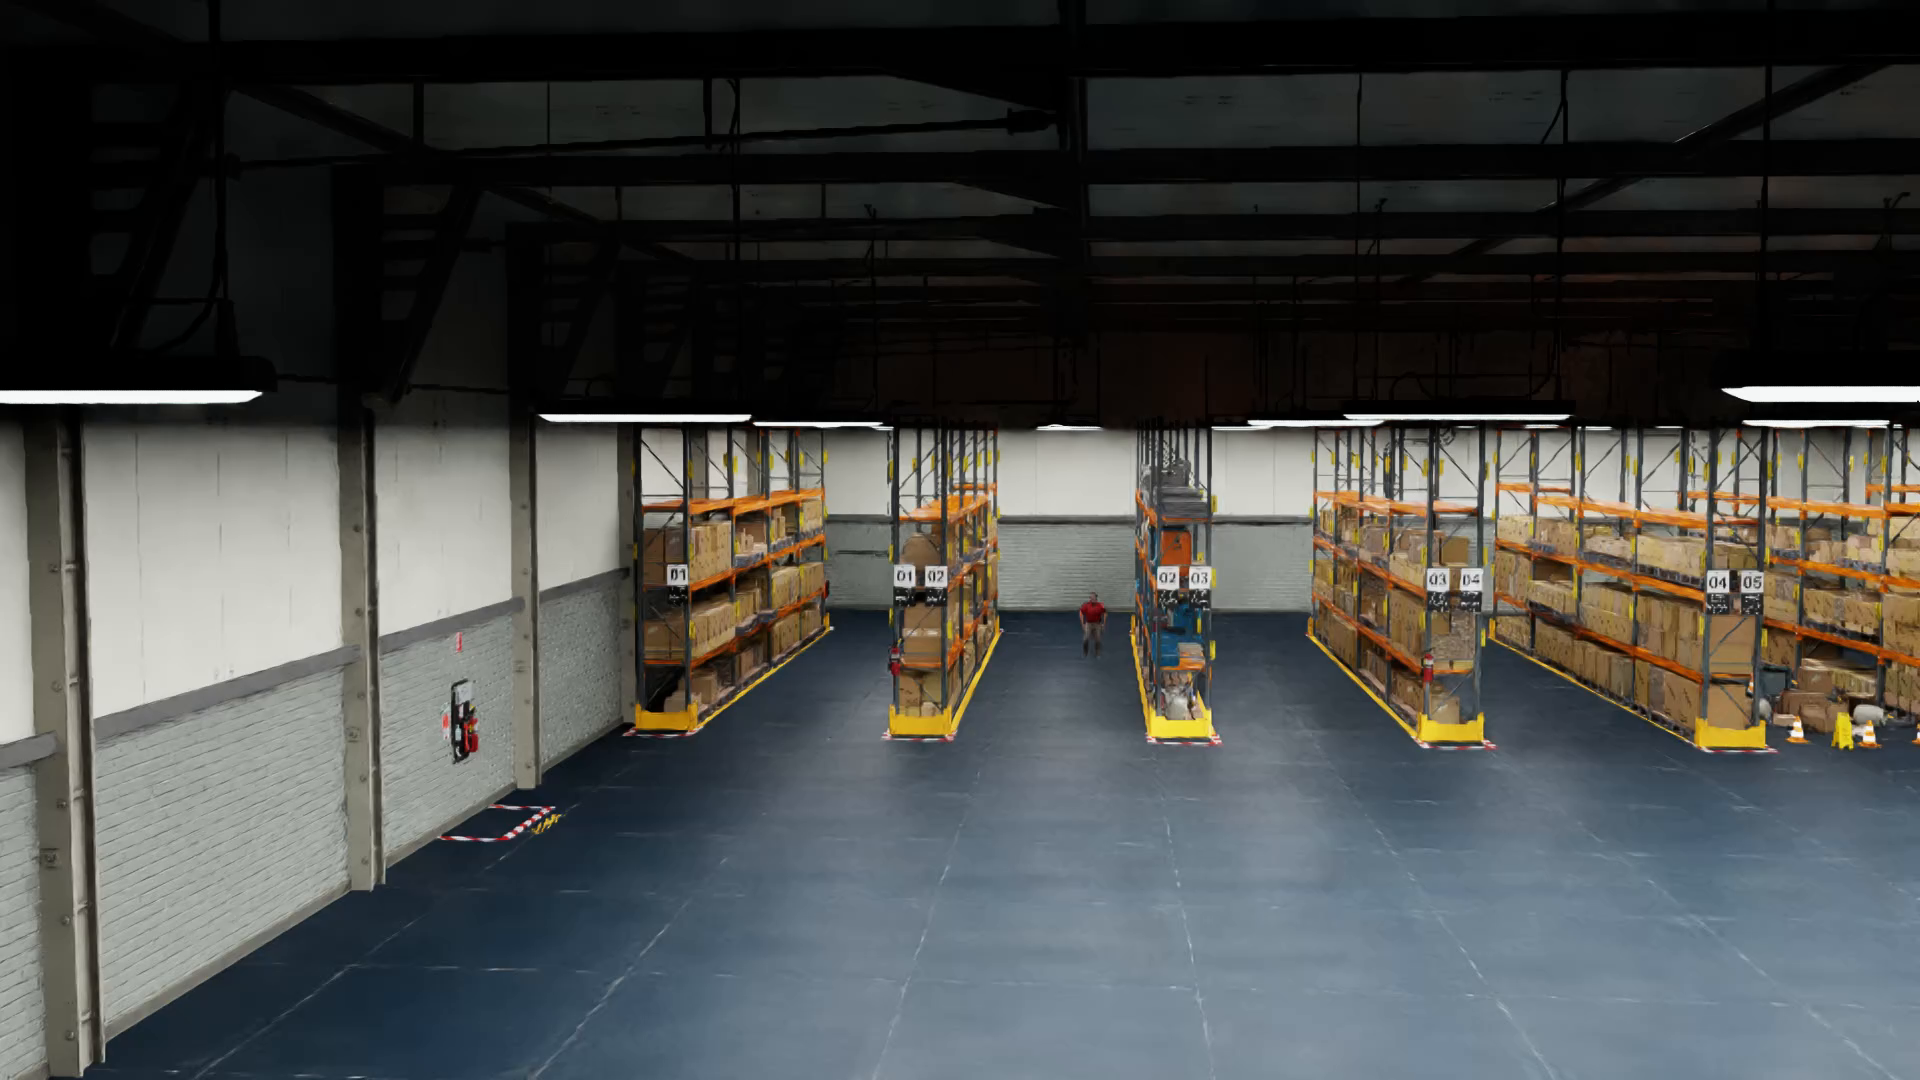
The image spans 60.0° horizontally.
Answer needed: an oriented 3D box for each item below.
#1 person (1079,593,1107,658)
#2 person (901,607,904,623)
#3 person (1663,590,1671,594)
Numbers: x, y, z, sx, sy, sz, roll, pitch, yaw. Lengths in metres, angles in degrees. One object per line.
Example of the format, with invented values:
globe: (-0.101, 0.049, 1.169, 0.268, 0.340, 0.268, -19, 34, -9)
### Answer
person: (3.354, 2.153, 41.946, 0.682, 1.676, 0.529, 0, 4, 4)
person: (-1.478, 1.683, 49.630, 0.479, 1.563, 1.082, 0, 4, 3)
person: (18.087, 2.101, 42.527, 0.529, 1.666, 0.565, 2, 4, 23)
